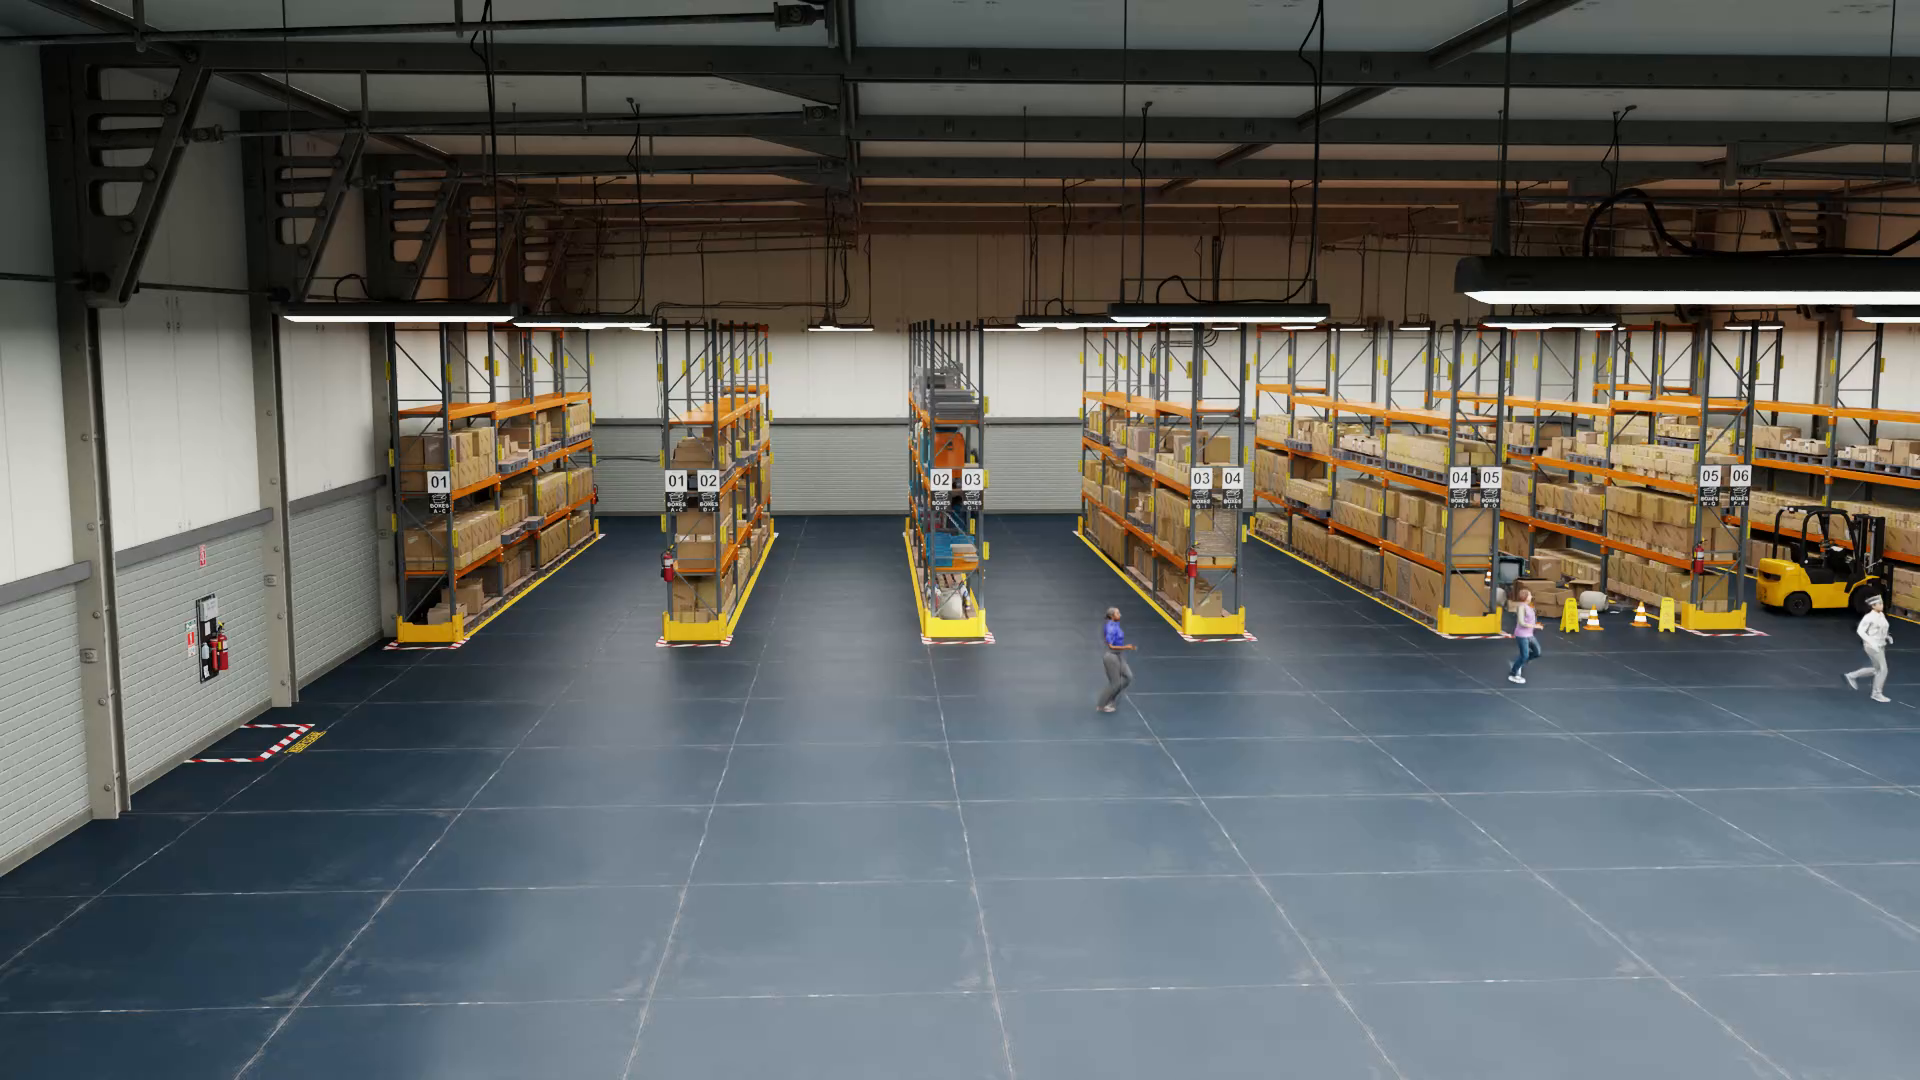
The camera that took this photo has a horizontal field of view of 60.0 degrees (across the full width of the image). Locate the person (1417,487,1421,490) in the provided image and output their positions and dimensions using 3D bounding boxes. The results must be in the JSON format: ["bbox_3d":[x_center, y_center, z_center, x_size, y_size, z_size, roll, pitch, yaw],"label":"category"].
[{"bbox_3d":[13.814,-1.202,49.593,0.682,1.658,0.638,3,8,25],"label":"person"}]

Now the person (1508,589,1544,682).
[{"bbox_3d":[9.328,1.575,27.349,0.549,1.563,0.524,5,9,37],"label":"person"}]

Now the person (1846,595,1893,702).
[{"bbox_3d":[14.345,1.679,26.186,0.613,1.687,0.681,-6,9,-41],"label":"person"}]

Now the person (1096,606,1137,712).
[{"bbox_3d":[2.385,1.852,25.208,0.611,1.530,0.554,2,7,14],"label":"person"}]
